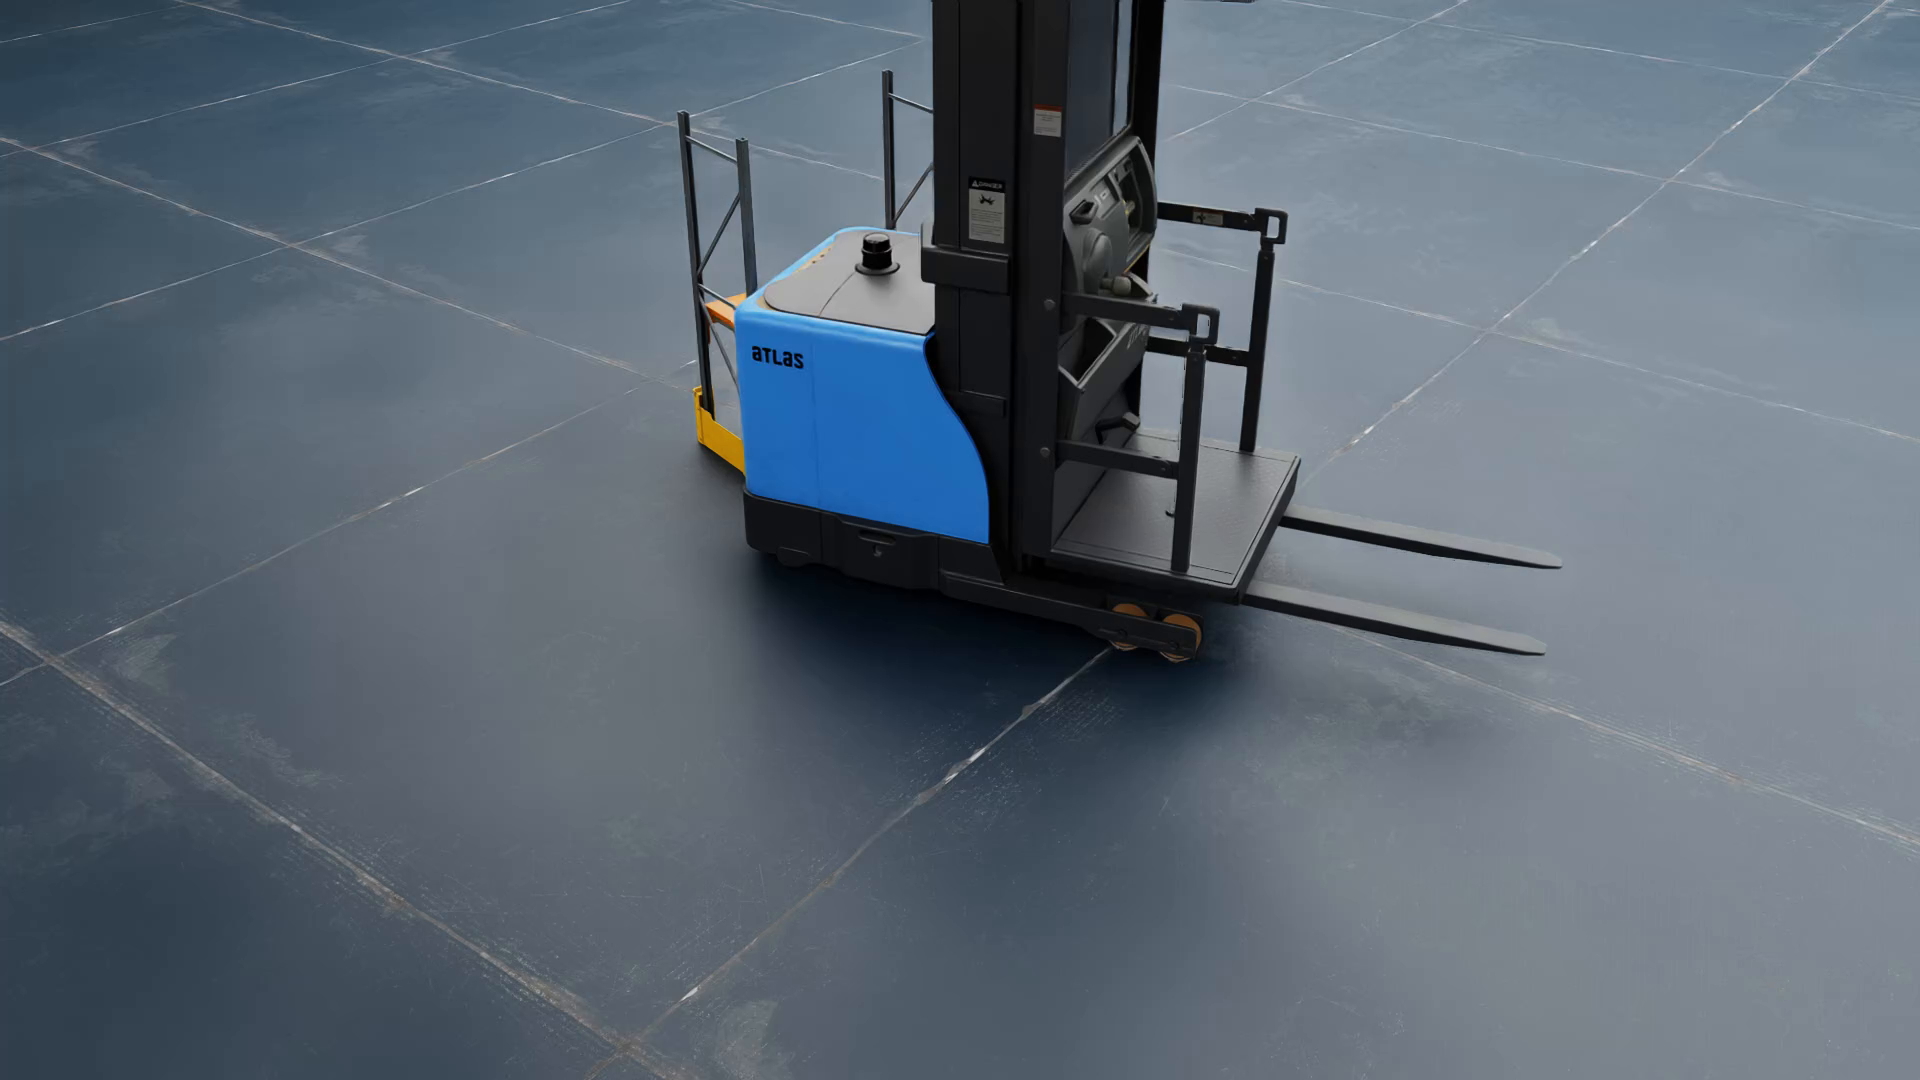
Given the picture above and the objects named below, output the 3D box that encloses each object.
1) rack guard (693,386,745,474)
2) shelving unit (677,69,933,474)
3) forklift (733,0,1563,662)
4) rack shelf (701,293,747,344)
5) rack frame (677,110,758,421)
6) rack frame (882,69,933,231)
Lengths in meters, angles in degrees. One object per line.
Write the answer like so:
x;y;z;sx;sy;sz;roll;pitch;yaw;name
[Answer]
-0.981;-0.458;7.278;0.087;0.250;0.587;-22;37;-32;rack guard
-0.587;-1.151;7.221;1.083;1.500;0.587;-22;37;-32;shelving unit
0.717;-1.130;5.783;3.031;2.935;1.130;12;33;19;forklift
-0.580;-0.999;7.318;1.000;0.185;0.538;-22;37;-32;rack shelf
-0.982;-0.995;6.959;0.032;1.500;0.500;-22;37;-32;rack frame
-0.178;-1.313;7.494;0.032;1.500;0.500;-22;37;-32;rack frame
